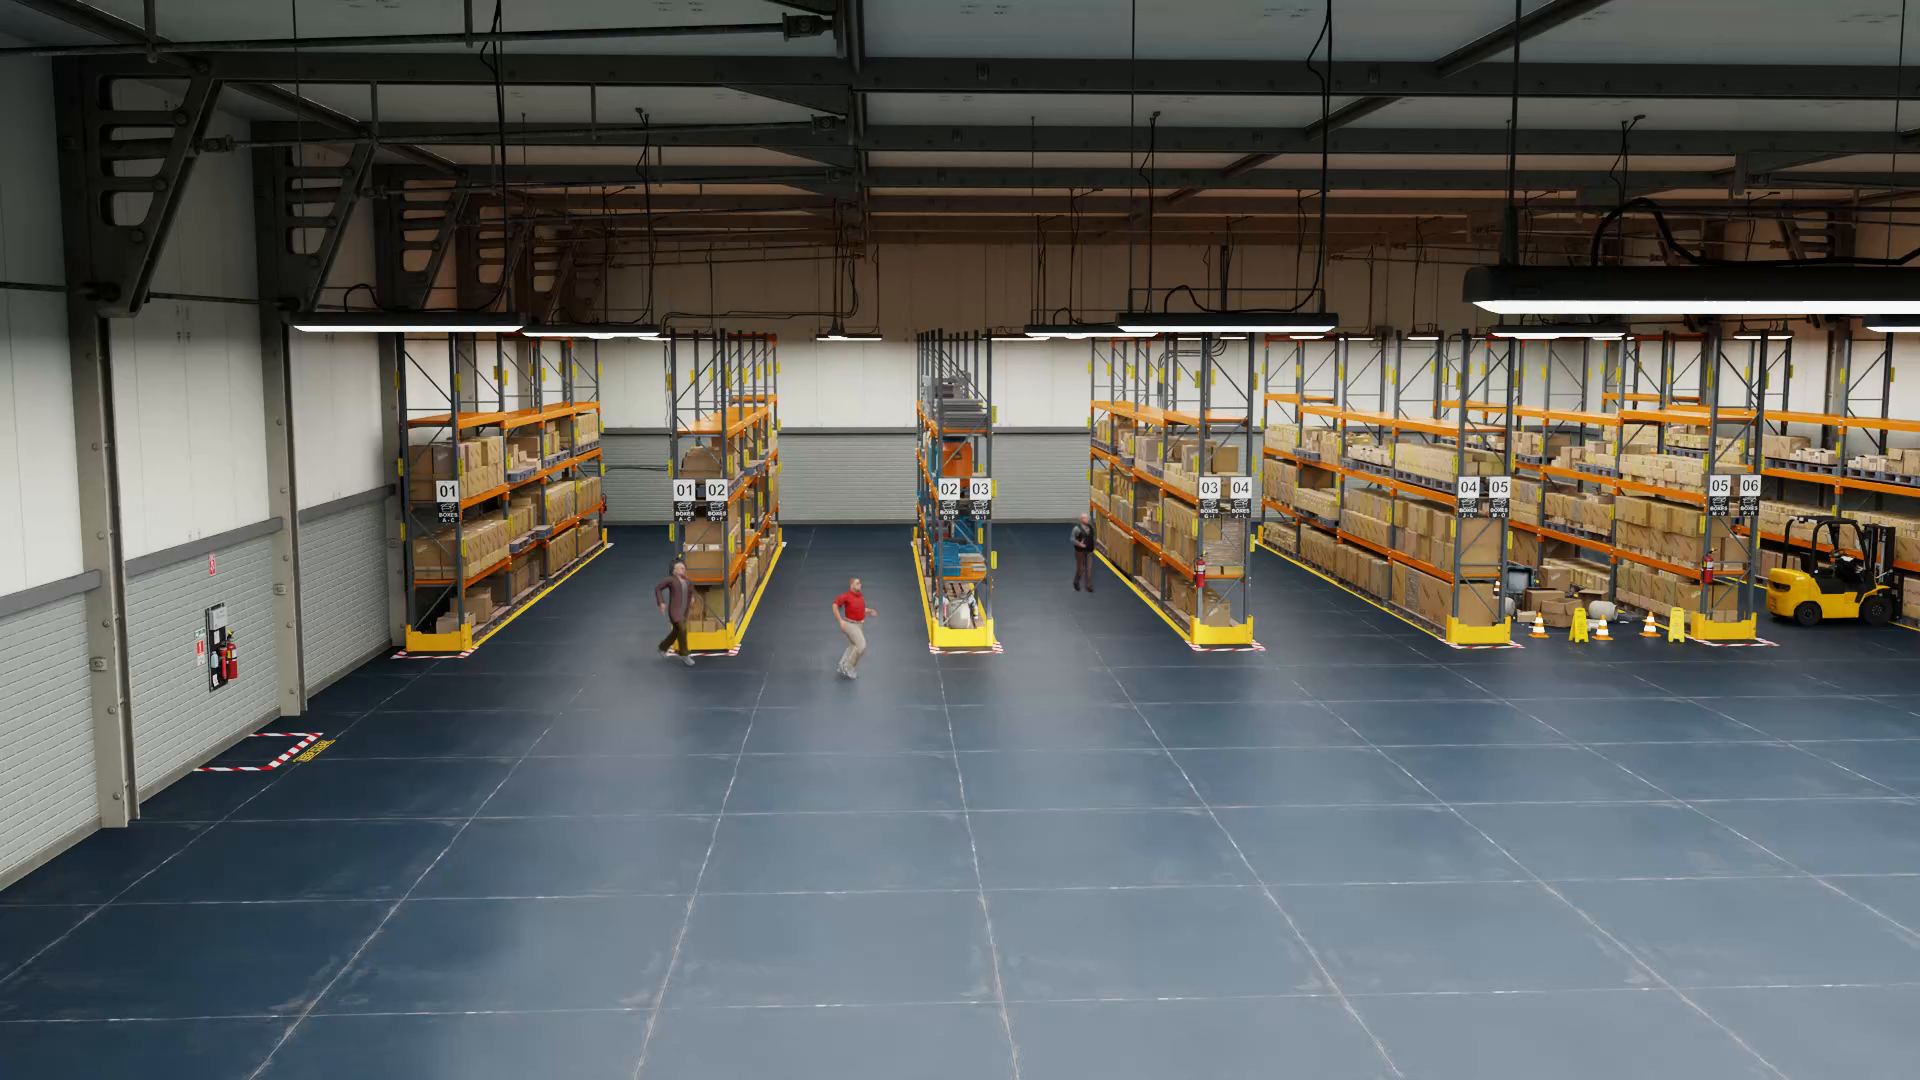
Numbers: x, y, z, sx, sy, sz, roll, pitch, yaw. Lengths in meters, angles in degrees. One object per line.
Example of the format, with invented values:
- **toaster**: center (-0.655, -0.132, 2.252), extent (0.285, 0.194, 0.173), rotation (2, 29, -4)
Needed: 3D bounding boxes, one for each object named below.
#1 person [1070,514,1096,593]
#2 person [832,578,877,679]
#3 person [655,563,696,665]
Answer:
- **person**: center (2.735, 0.287, 36.420), extent (0.670, 1.732, 0.812), rotation (-3, 7, -20)
- **person**: center (-1.798, 1.524, 28.624), extent (0.724, 1.756, 0.653), rotation (3, 7, 23)
- **person**: center (-5.037, 1.306, 29.996), extent (0.984, 1.770, 0.700), rotation (5, 8, 36)
